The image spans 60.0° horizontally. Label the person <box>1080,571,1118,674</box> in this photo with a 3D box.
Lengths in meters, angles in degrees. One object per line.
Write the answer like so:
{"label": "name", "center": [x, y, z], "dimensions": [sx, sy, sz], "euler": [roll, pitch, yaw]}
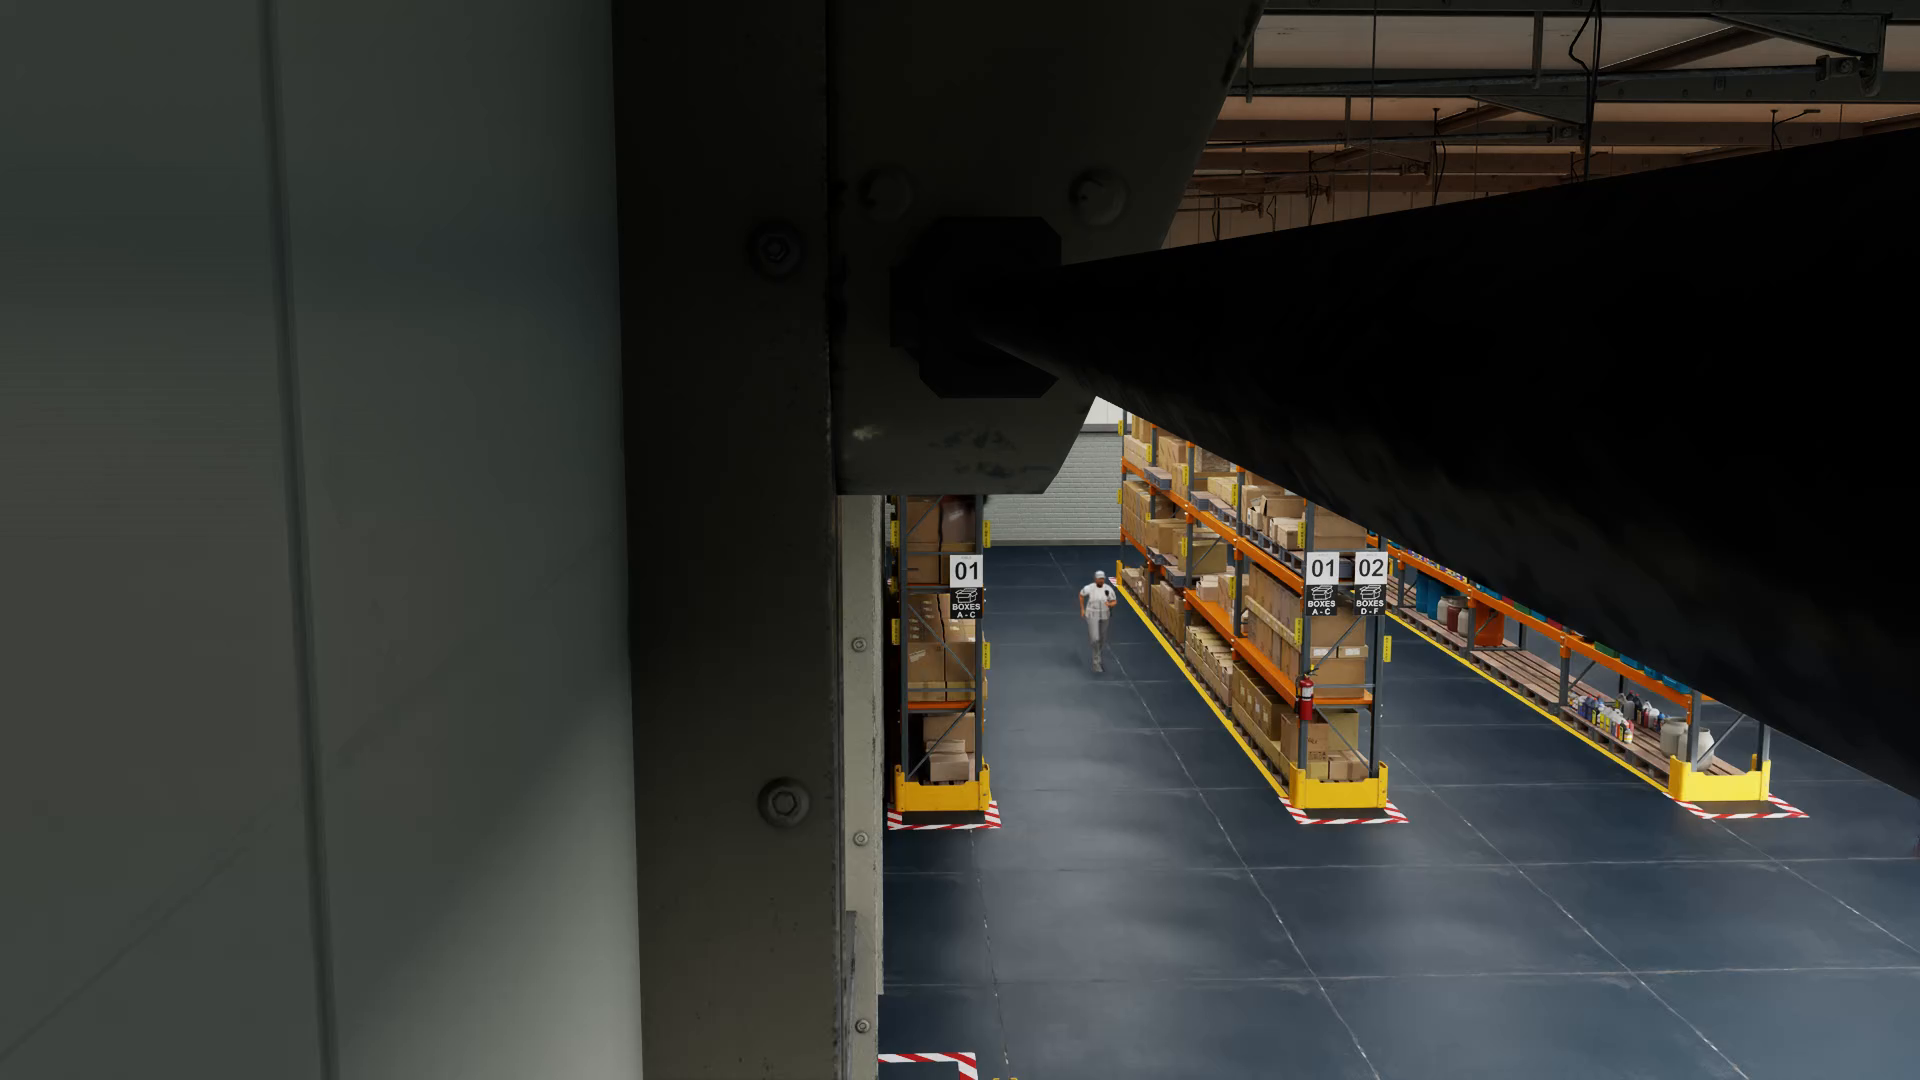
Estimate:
{"label": "person", "center": [2.352, 1.349, 28.157], "dimensions": [0.590, 1.689, 0.910], "euler": [-1, 9, -10]}
